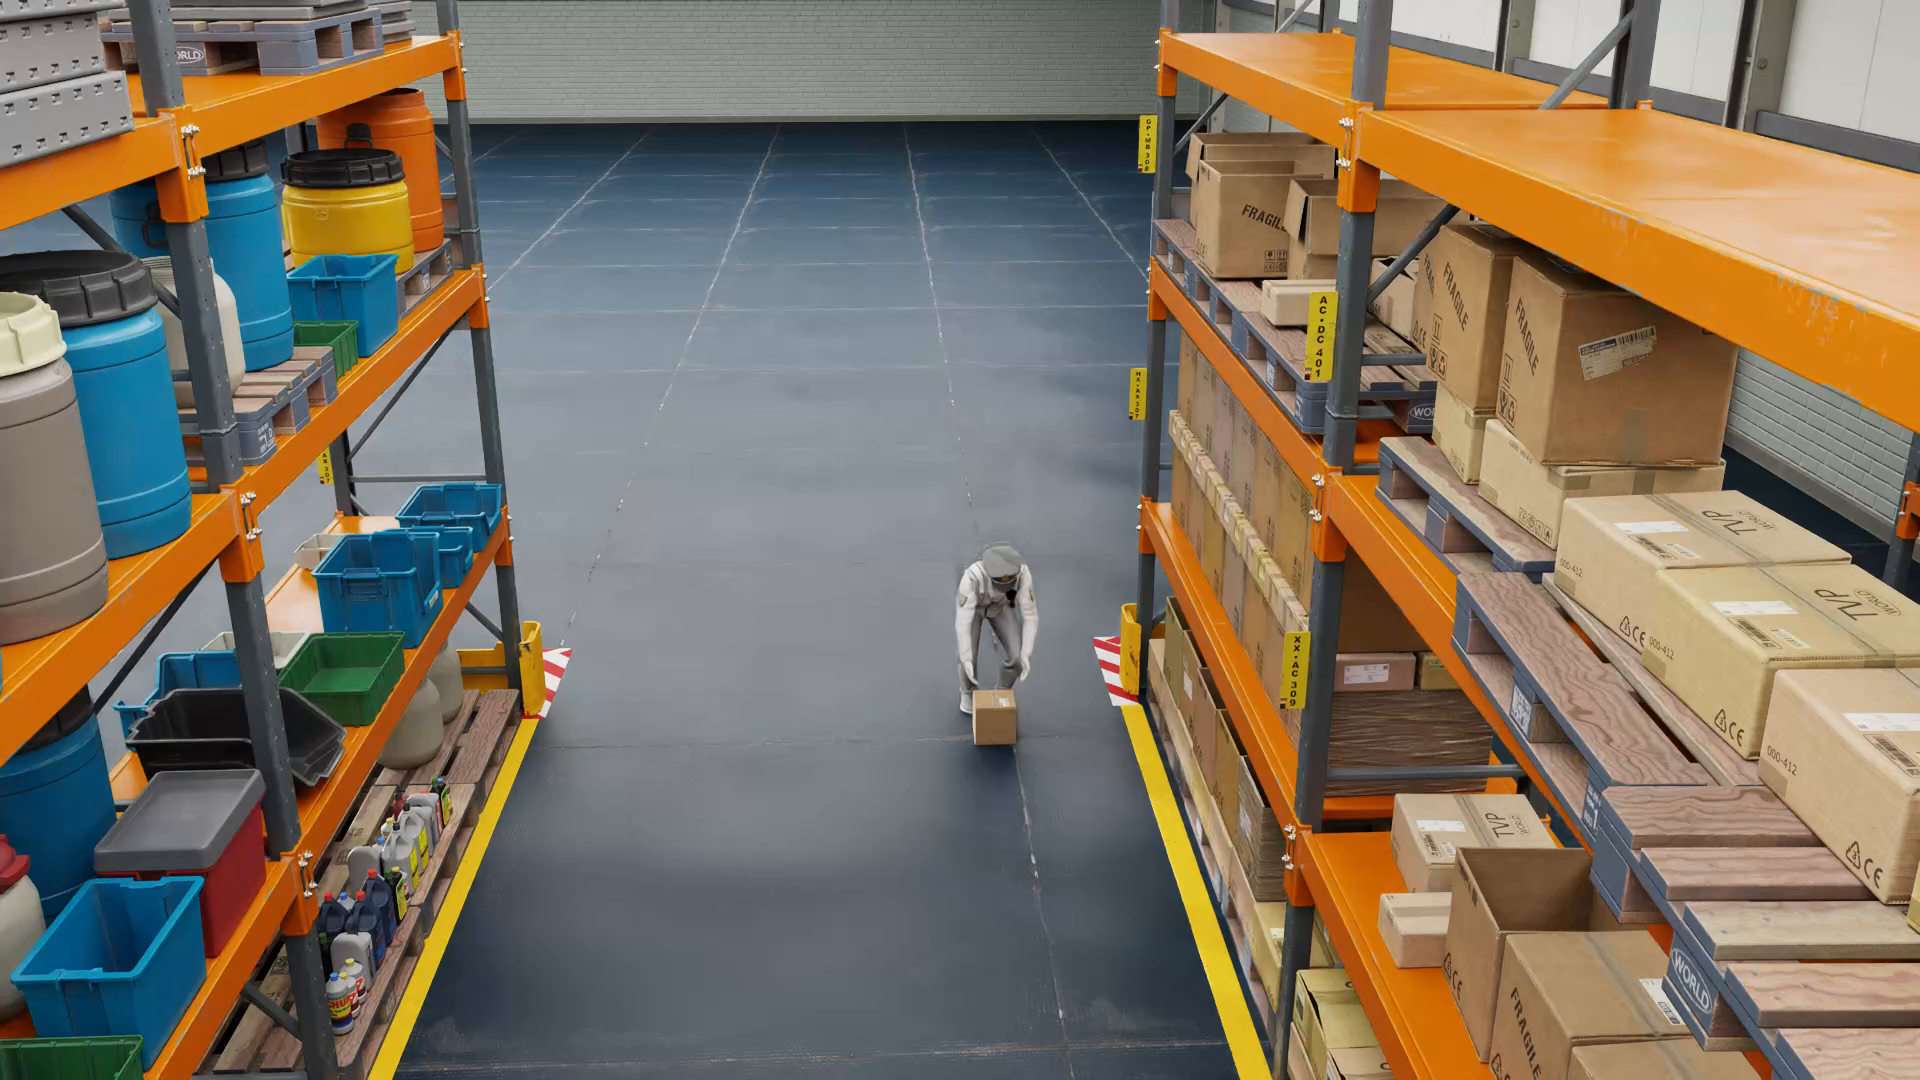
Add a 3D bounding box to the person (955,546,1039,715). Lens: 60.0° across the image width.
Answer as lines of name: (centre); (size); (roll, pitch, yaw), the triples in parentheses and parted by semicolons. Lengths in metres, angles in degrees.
person: (0.218, 0.524, 10.375); (0.522, 1.180, 0.796); (-2, 21, -5)
